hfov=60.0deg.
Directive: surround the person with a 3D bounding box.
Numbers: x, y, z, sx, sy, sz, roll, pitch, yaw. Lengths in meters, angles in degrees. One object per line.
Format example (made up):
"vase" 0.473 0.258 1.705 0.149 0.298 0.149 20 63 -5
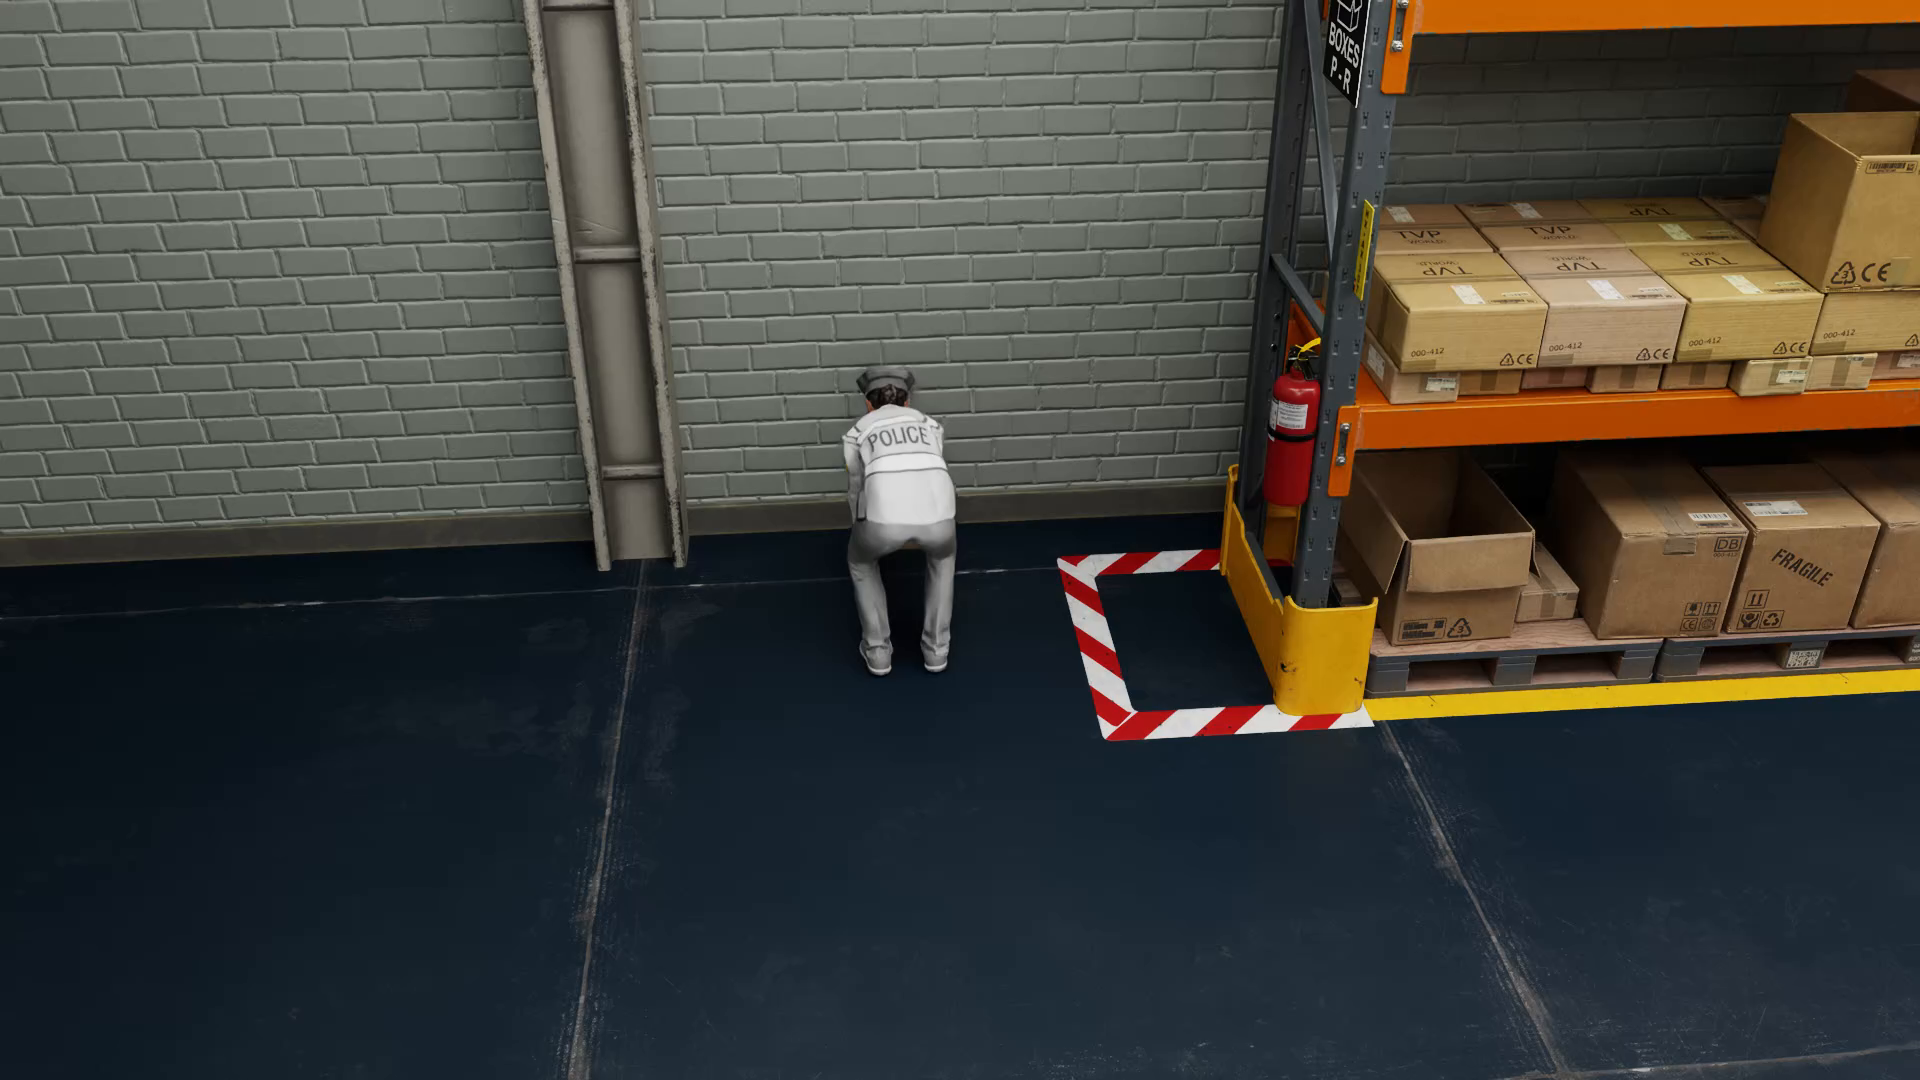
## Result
"person" -0.250 -0.079 6.808 0.449 1.102 0.920 -4 32 -7
